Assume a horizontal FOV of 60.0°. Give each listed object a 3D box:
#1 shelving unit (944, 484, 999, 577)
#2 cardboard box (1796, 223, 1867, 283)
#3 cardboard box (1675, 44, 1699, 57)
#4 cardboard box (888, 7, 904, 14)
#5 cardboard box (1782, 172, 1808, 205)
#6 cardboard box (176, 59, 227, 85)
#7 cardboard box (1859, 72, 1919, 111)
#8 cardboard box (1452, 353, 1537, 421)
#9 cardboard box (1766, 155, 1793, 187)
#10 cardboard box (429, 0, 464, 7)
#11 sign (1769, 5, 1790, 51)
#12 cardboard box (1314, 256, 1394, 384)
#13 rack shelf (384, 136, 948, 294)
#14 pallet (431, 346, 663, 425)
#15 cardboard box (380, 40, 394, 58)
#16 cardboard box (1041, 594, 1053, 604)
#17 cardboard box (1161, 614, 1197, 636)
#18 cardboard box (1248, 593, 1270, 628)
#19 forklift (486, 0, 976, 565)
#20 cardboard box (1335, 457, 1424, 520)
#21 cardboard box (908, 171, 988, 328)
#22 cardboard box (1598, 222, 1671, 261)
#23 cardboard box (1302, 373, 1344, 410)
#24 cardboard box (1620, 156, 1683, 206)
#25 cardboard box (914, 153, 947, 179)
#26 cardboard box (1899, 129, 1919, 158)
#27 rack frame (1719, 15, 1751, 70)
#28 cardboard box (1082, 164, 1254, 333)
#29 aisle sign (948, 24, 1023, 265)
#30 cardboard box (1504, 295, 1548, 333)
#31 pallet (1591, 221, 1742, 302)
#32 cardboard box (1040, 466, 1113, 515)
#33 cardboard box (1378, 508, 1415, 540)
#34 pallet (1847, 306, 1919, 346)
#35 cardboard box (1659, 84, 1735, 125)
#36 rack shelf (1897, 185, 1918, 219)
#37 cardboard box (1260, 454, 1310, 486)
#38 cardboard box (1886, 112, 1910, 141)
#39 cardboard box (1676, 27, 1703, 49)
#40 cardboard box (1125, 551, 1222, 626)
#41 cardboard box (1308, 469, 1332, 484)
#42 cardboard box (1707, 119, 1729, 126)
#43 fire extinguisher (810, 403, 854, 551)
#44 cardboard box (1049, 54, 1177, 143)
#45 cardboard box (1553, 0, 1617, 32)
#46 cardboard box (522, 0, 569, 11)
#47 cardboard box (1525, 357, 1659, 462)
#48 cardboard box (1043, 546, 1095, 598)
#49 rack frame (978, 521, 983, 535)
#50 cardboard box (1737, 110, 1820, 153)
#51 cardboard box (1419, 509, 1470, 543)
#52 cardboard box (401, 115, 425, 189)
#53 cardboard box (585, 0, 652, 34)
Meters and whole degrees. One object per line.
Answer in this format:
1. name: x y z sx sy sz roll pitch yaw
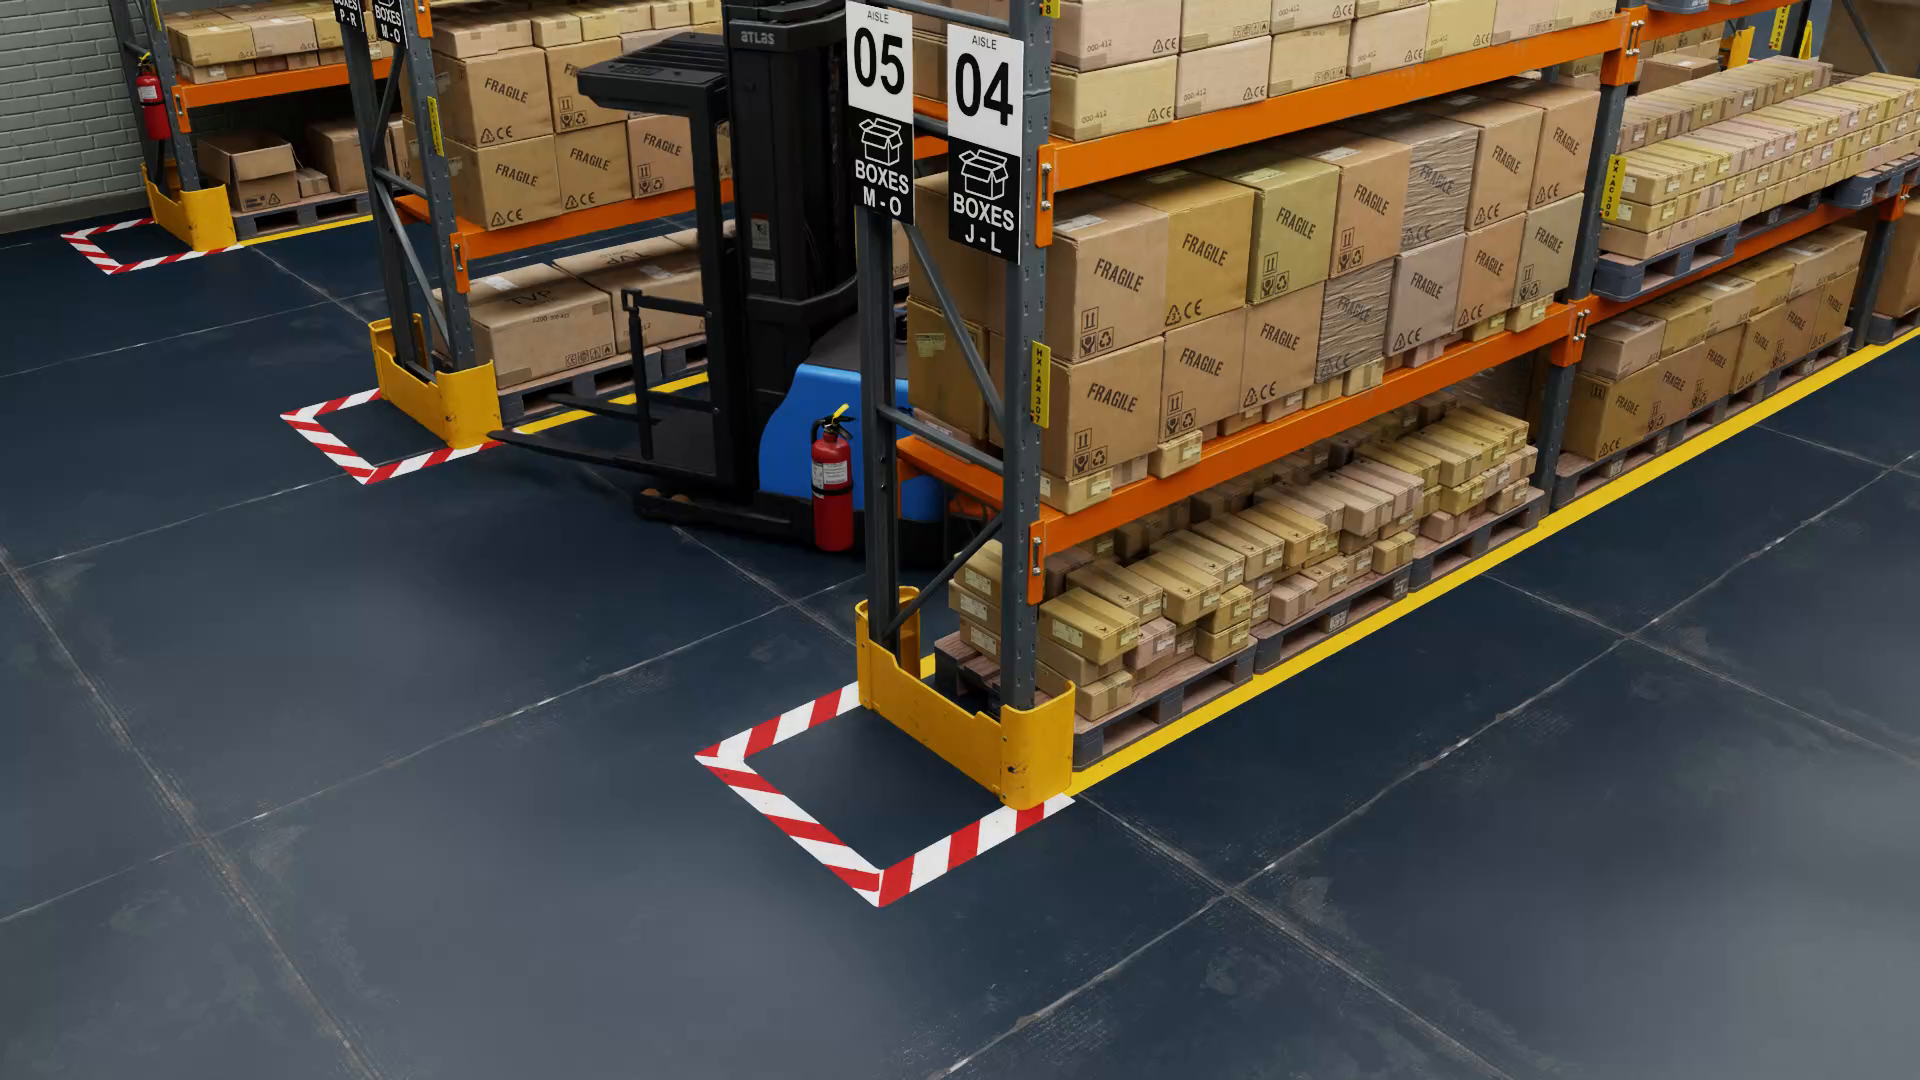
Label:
1. shelving unit: 0.127 -0.428 8.776 0.258 1.200 0.503 12 30 20
2. cardboard box: 5.682 -1.952 11.132 0.500 0.250 0.500 -23 36 -36
3. cardboard box: 7.989 -5.507 18.843 0.500 0.250 0.500 -22 35 -35
4. cardboard box: -0.480 -3.604 11.645 0.500 0.500 0.500 -22 35 -35
5. cardboard box: 4.771 -2.126 9.866 0.250 0.149 0.380 -24 36 -37
6. cardboard box: -6.140 -3.809 13.461 0.250 0.149 0.380 -22 35 -35
7. cardboard box: 5.957 -2.865 10.618 0.250 0.149 0.380 -24 36 -37
8. cardboard box: 3.389 -1.018 10.179 0.500 0.500 0.500 -23 36 -36
9. cardboard box: 4.582 -2.183 9.657 0.250 0.149 0.380 -23 35 -36
10. cardboard box: -4.513 -4.656 14.624 0.500 0.250 0.500 -22 35 -35
11. sign: 5.670 -3.551 11.483 0.005 0.325 0.100 -22 35 -35
12. cardboard box: 1.622 -1.085 7.676 0.500 0.500 0.500 -23 36 -36
13. rack shelf: -1.822 -2.433 11.384 4.000 0.370 1.077 -22 35 -35
14. pallet: -2.786 -1.182 11.237 1.213 0.211 1.003 -22 35 -35
15. cardboard box: -4.940 -4.273 14.330 0.250 0.149 0.380 -21 35 -34
16. cardboard box: 0.396 0.222 7.916 0.250 0.149 0.380 -23 36 -36
17. cardboard box: 0.885 0.308 7.755 0.250 0.149 0.380 -21 35 -34
18. cardboard box: 1.281 0.293 8.099 0.250 0.149 0.380 -22 35 -35
19. forklift: -1.317 -1.598 9.130 3.031 2.935 1.130 11 30 20
20. cardboard box: 2.140 -0.268 8.517 0.250 0.149 0.380 -24 36 -37
21. cardboard box: 0.133 -1.240 6.906 0.500 0.500 0.500 -23 36 -36
22. cardboard box: 3.588 -1.648 8.973 0.250 0.149 0.380 -24 36 -37
23. cardboard box: 1.559 -0.761 7.758 0.250 0.149 0.380 -20 34 -33
24. cardboard box: 3.588 -1.911 8.833 0.250 0.149 0.380 -20 34 -32
25. cardboard box: 0.119 -2.829 13.170 0.875 0.875 0.875 -21 34 -33
26. cardboard box: 5.955 -2.601 10.755 0.250 0.149 0.380 -21 35 -34
27. rack frame: 8.829 -7.033 19.229 0.127 3.000 1.000 -22 35 -35
28. cardboard box: 0.840 -1.210 6.849 0.500 0.500 0.500 -21 34 -34
29. aisle sign: 0.085 -1.411 5.951 0.004 0.787 0.394 -22 35 -35
30. cardboard box: 2.799 -1.218 8.614 0.250 0.149 0.380 -23 36 -36
31. pallet: 3.665 -1.716 9.481 1.213 0.211 1.003 -22 35 -35
32. cardboard box: 0.405 -0.266 6.831 0.250 0.149 0.380 -22 35 -35
33. cardboard box: 2.130 -0.165 8.640 0.250 0.149 0.380 -21 35 -34
34. pallet: 6.681 -1.826 12.444 1.213 0.211 1.003 -22 35 -35
35. cardboard box: 4.556 -2.704 10.318 0.250 0.149 0.380 -21 34 -33
36. rack shelf: 7.554 -3.137 12.700 4.000 0.370 1.077 -22 35 -35
37. cardboard box: 1.600 -0.370 8.708 0.250 0.149 0.380 -24 36 -37
38. cardboard box: 5.750 -2.651 10.534 0.250 0.149 0.380 -20 34 -33
39. cardboard box: 7.994 -5.837 18.666 0.500 0.500 0.500 -20 34 -33
40. cardboard box: 0.972 0.218 7.608 0.250 0.149 0.380 -22 35 -35
41. cardboard box: 1.778 -0.327 8.943 0.250 0.149 0.380 -20 34 -33
42. cardboard box: 4.556 -2.577 10.396 0.250 0.149 0.380 -22 35 -35
43. fire extinguisher: -0.545 -0.285 7.078 0.183 0.674 0.296 -22 35 -35
44. cardboard box: 0.454 -1.697 6.220 0.500 0.250 0.500 -20 34 -33
45. cardboard box: 2.791 -2.628 7.962 0.500 0.250 0.500 -21 35 -34
46. cardboard box: -2.663 -3.349 10.480 0.250 0.149 0.380 -21 35 -34
47. cardboard box: 3.724 -0.832 9.831 0.500 0.500 0.500 -20 34 -33
48. cardboard box: 0.413 0.106 7.817 0.250 0.149 0.380 -21 35 -34
49. rack frame: 0.221 -0.534 8.974 0.240 1.200 0.015 12 30 20
50. cardboard box: 4.773 -2.391 9.730 0.250 0.149 0.380 -21 34 -33
51. cardboard box: 2.501 -0.151 8.929 0.250 0.149 0.380 -23 36 -36
52. cardboard box: -3.148 -2.425 10.500 0.500 0.500 0.500 -22 35 -35
53. cardboard box: -2.114 -3.250 10.293 0.250 0.149 0.380 -22 35 -34
